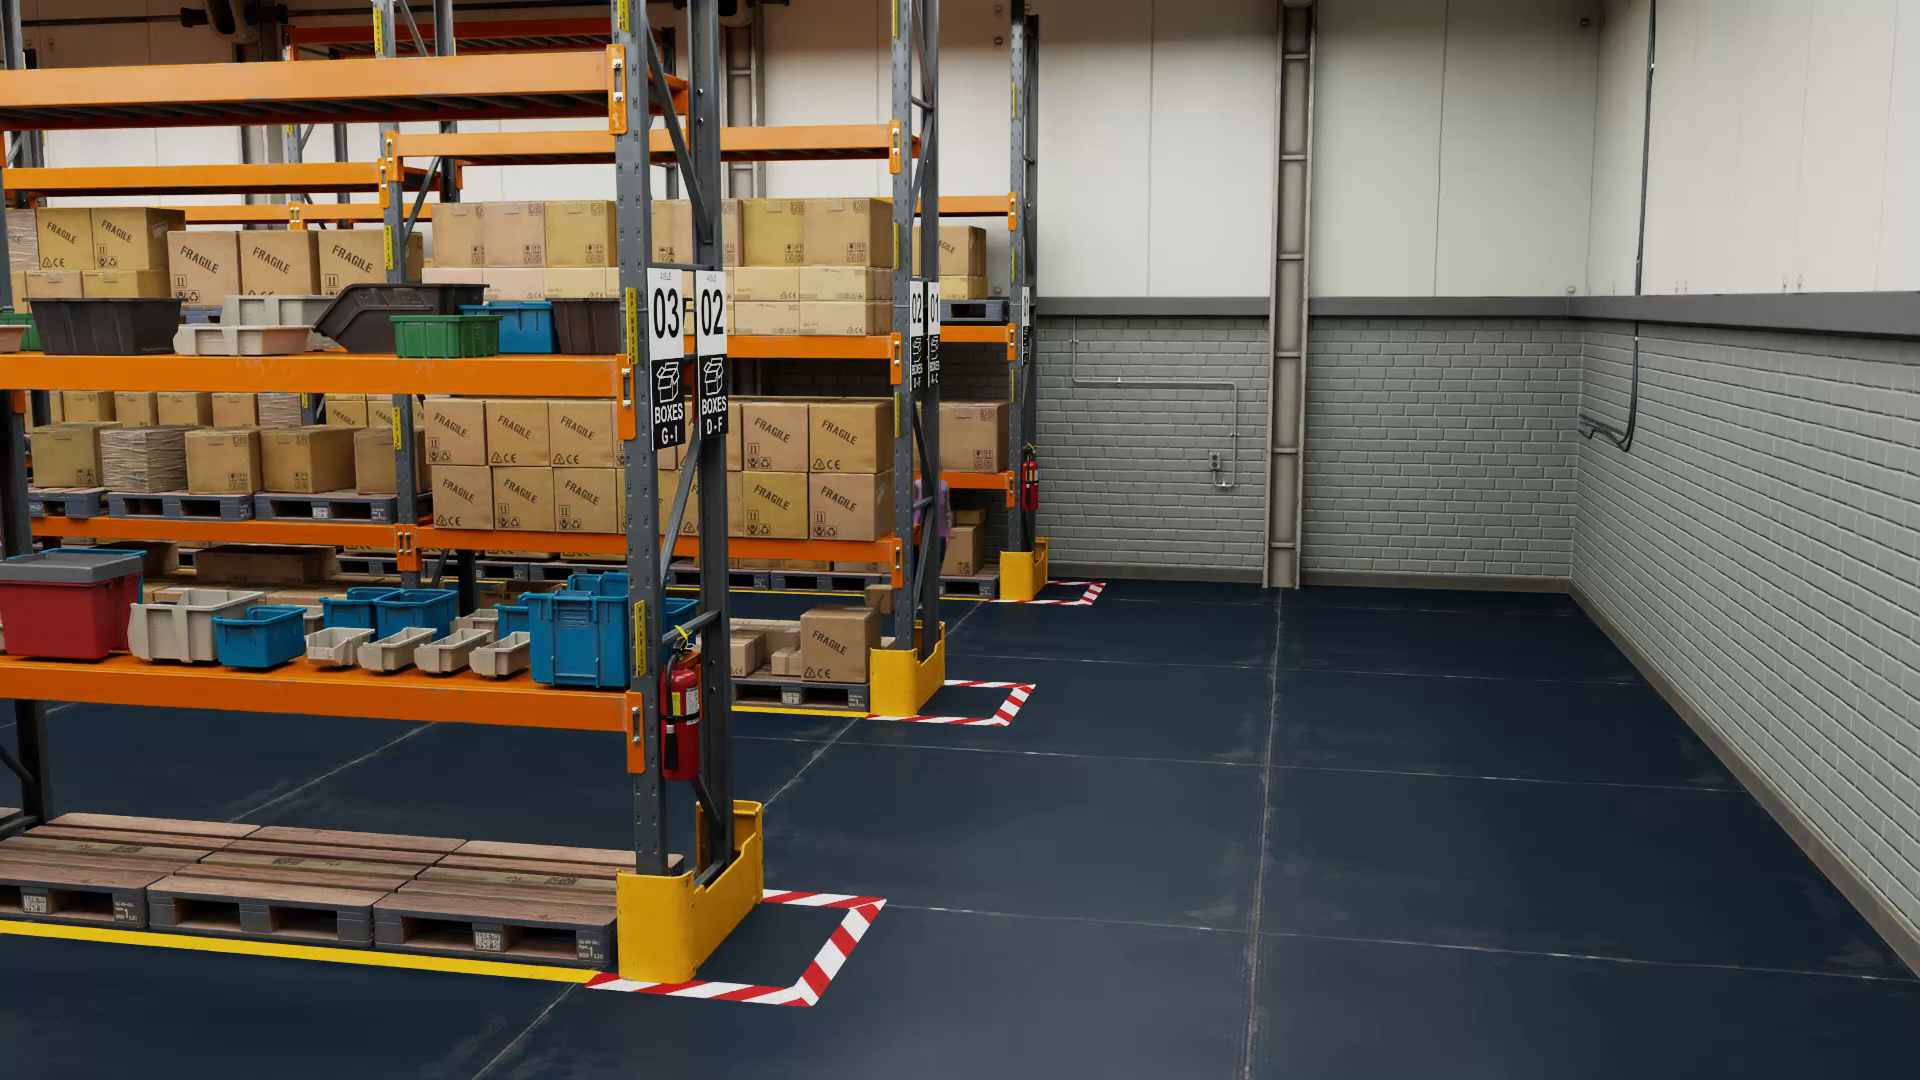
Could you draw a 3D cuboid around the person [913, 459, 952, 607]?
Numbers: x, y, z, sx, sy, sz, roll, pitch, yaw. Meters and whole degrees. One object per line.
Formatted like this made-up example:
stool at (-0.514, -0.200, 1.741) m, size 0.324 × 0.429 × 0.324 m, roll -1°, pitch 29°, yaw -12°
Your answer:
person at (-0.318, -0.038, 16.129) m, size 0.470 × 1.586 × 0.508 m, roll -1°, pitch 8°, yaw -4°
